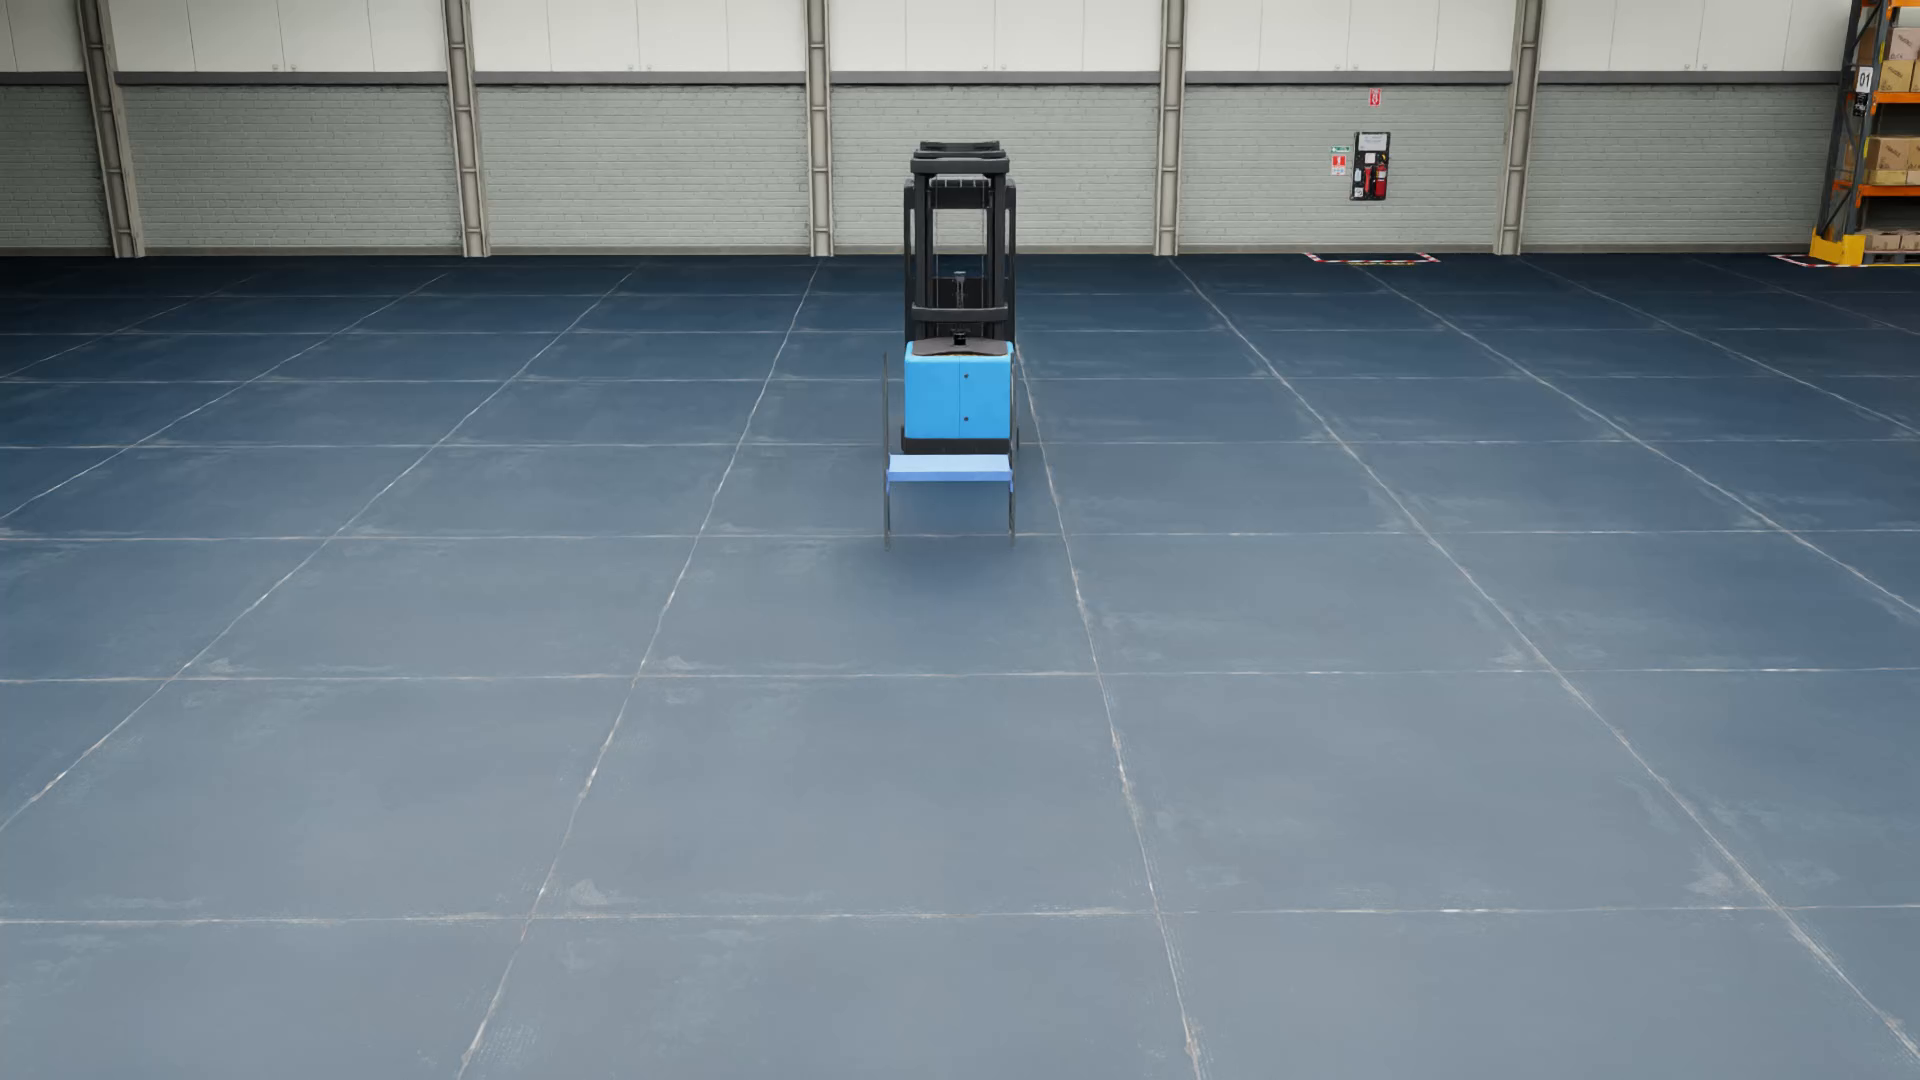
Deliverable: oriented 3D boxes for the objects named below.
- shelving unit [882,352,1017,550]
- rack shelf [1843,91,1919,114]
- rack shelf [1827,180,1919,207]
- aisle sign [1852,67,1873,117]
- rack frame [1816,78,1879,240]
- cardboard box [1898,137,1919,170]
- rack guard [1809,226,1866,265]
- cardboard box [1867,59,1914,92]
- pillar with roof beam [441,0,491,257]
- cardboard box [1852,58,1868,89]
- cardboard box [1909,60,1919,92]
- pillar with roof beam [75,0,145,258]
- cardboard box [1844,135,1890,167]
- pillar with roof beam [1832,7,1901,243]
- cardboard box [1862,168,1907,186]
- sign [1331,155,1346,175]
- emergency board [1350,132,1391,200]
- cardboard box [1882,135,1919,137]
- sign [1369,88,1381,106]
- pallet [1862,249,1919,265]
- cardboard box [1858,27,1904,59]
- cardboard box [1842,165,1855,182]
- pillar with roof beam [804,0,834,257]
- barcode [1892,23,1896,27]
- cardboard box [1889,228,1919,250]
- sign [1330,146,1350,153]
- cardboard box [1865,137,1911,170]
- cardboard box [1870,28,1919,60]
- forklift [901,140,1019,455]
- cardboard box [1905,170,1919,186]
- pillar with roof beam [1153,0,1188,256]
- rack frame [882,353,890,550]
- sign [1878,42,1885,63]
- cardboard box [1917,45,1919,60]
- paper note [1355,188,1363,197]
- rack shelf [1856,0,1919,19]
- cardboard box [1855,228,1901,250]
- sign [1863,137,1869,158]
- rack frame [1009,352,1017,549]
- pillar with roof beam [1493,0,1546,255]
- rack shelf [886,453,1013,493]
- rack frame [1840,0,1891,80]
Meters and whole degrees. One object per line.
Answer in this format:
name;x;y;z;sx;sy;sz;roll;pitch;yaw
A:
shelving unit;-0.085;-0.714;13.317;1.048;1.500;0.538;0;18;-1
rack shelf;16.911;-7.316;27.711;4.000;0.370;1.077;0;18;-1
rack shelf;16.911;-5.888;28.170;4.000;0.370;1.077;0;18;-1
aisle sign;14.844;-7.367;27.346;0.004;0.787;0.394;0;18;-1
rack frame;14.911;-6.221;28.030;0.127;3.000;1.000;0;18;-1
cardboard box;15.888;-6.426;27.654;0.500;0.500;0.500;0;18;-1
rack guard;14.987;-5.031;28.413;0.348;0.500;1.175;0;18;-1
cardboard box;15.249;-7.632;27.320;0.500;0.500;0.500;0;18;1
pillar with roof beam;-8.332;-7.915;23.488;0.400;9.000;9.100;0;18;-1
cardboard box;15.324;-7.786;27.801;0.500;0.500;0.500;1;18;3
cardboard box;15.787;-7.623;27.294;0.500;0.500;0.500;1;18;3
pillar with roof beam;-14.331;-7.886;23.398;0.400;9.000;9.100;0;18;-1
cardboard box;15.379;-6.583;28.144;0.500;0.500;0.500;0;18;-1
pillar with roof beam;15.665;-8.030;23.849;0.400;9.000;9.100;0;18;-1
cardboard box;15.404;-6.064;27.755;0.500;0.250;0.500;-1;18;-2
sign;6.572;-6.505;28.857;0.234;0.329;0.001;0;18;-1
emergency board;7.127;-6.459;28.773;0.643;1.169;0.194;0;18;-1
cardboard box;15.883;-6.583;28.143;0.500;0.500;0.500;0;18;0
sign;7.117;-7.594;28.513;0.199;0.298;0.001;0;18;-1
pallet;15.800;-4.887;28.435;1.213;0.211;1.003;0;18;-1
cardboard box;15.338;-8.264;27.656;0.500;0.500;0.500;1;18;2
cardboard box;15.376;-6.221;28.241;0.500;0.250;0.500;0;18;0
pillar with roof beam;-2.332;-7.944;23.578;0.400;9.000;9.100;0;18;-1
barcode;15.613;-8.615;27.799;0.075;0.075;0.001;0;18;-1
cardboard box;16.174;-5.129;28.306;0.500;0.311;0.500;1;18;4
sign;6.577;-6.755;28.768;0.331;0.109;0.001;0;18;-1
cardboard box;15.393;-6.427;27.656;0.500;0.500;0.500;0;18;-1
cardboard box;15.300;-8.110;27.175;0.500;0.500;0.500;-2;18;-5
forklift;-0.002;-2.505;16.557;1.130;2.935;3.031;0;18;0
cardboard box;15.923;-6.071;27.776;0.500;0.250;0.500;-1;18;-3
pillar with roof beam;3.667;-7.972;23.668;0.400;9.000;9.100;0;18;-1
rack frame;-0.594;-0.711;13.310;0.032;1.500;0.500;0;18;-1
sign;14.920;-7.900;26.921;0.005;0.325;0.100;0;18;-1
cardboard box;15.803;-8.097;27.134;0.500;0.500;0.500;0;18;-1
paper note;6.949;-6.060;28.970;0.142;0.148;0.016;0;18;-1
rack shelf;16.911;-8.743;27.254;4.000;0.370;1.077;0;18;-1
cardboard box;15.604;-5.126;28.298;0.500;0.311;0.500;-2;18;-7
sign;14.920;-6.467;27.381;0.005;0.325;0.100;0;18;-1
rack frame;0.423;-0.716;13.325;0.032;1.500;0.500;0;18;-1
pillar with roof beam;9.666;-8.001;23.758;0.400;9.000;9.100;0;18;-1
rack shelf;-0.085;-0.542;13.372;1.000;0.185;0.538;0;18;-1
rack frame;14.911;-9.078;27.113;0.127;3.000;1.000;0;18;-1
